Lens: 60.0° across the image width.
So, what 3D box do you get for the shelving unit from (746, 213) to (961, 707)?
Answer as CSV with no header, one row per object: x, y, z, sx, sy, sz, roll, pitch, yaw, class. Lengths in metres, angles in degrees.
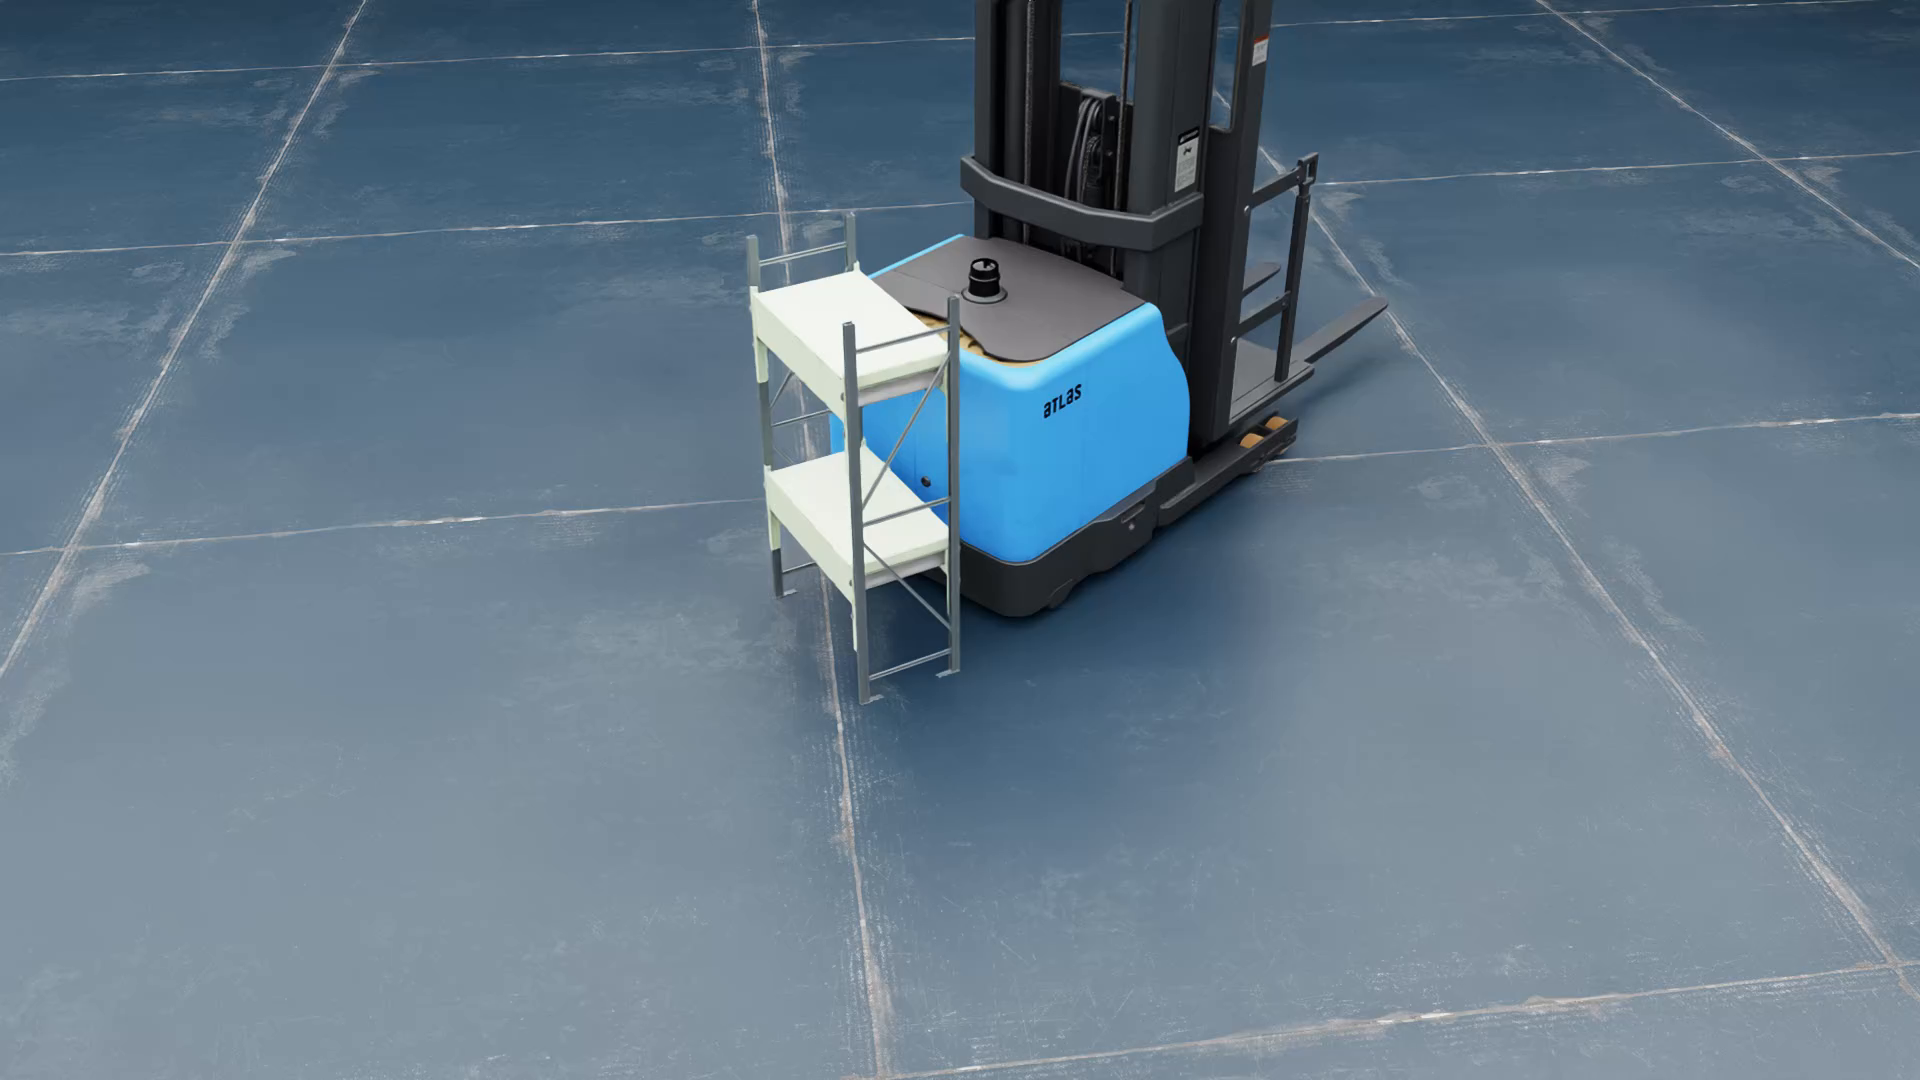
-0.360,-0.270,5.814,0.431,1.500,0.755,-18,38,-24,shelving unit

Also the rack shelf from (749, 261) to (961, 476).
-0.360,-0.592,5.594,0.431,0.370,0.720,-18,38,-24,rack shelf

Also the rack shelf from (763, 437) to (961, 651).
-0.360,0.000,5.998,0.431,0.370,0.720,-18,38,-24,rack shelf

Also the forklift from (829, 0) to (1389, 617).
0.828,-1.673,6.602,1.130,2.935,3.031,26,42,33,forklift

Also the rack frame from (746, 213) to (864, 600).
-0.541,-0.449,6.077,0.400,1.500,0.023,-18,38,-24,rack frame

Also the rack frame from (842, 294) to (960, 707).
-0.180,-0.090,5.551,0.400,1.500,0.023,-18,38,-24,rack frame
